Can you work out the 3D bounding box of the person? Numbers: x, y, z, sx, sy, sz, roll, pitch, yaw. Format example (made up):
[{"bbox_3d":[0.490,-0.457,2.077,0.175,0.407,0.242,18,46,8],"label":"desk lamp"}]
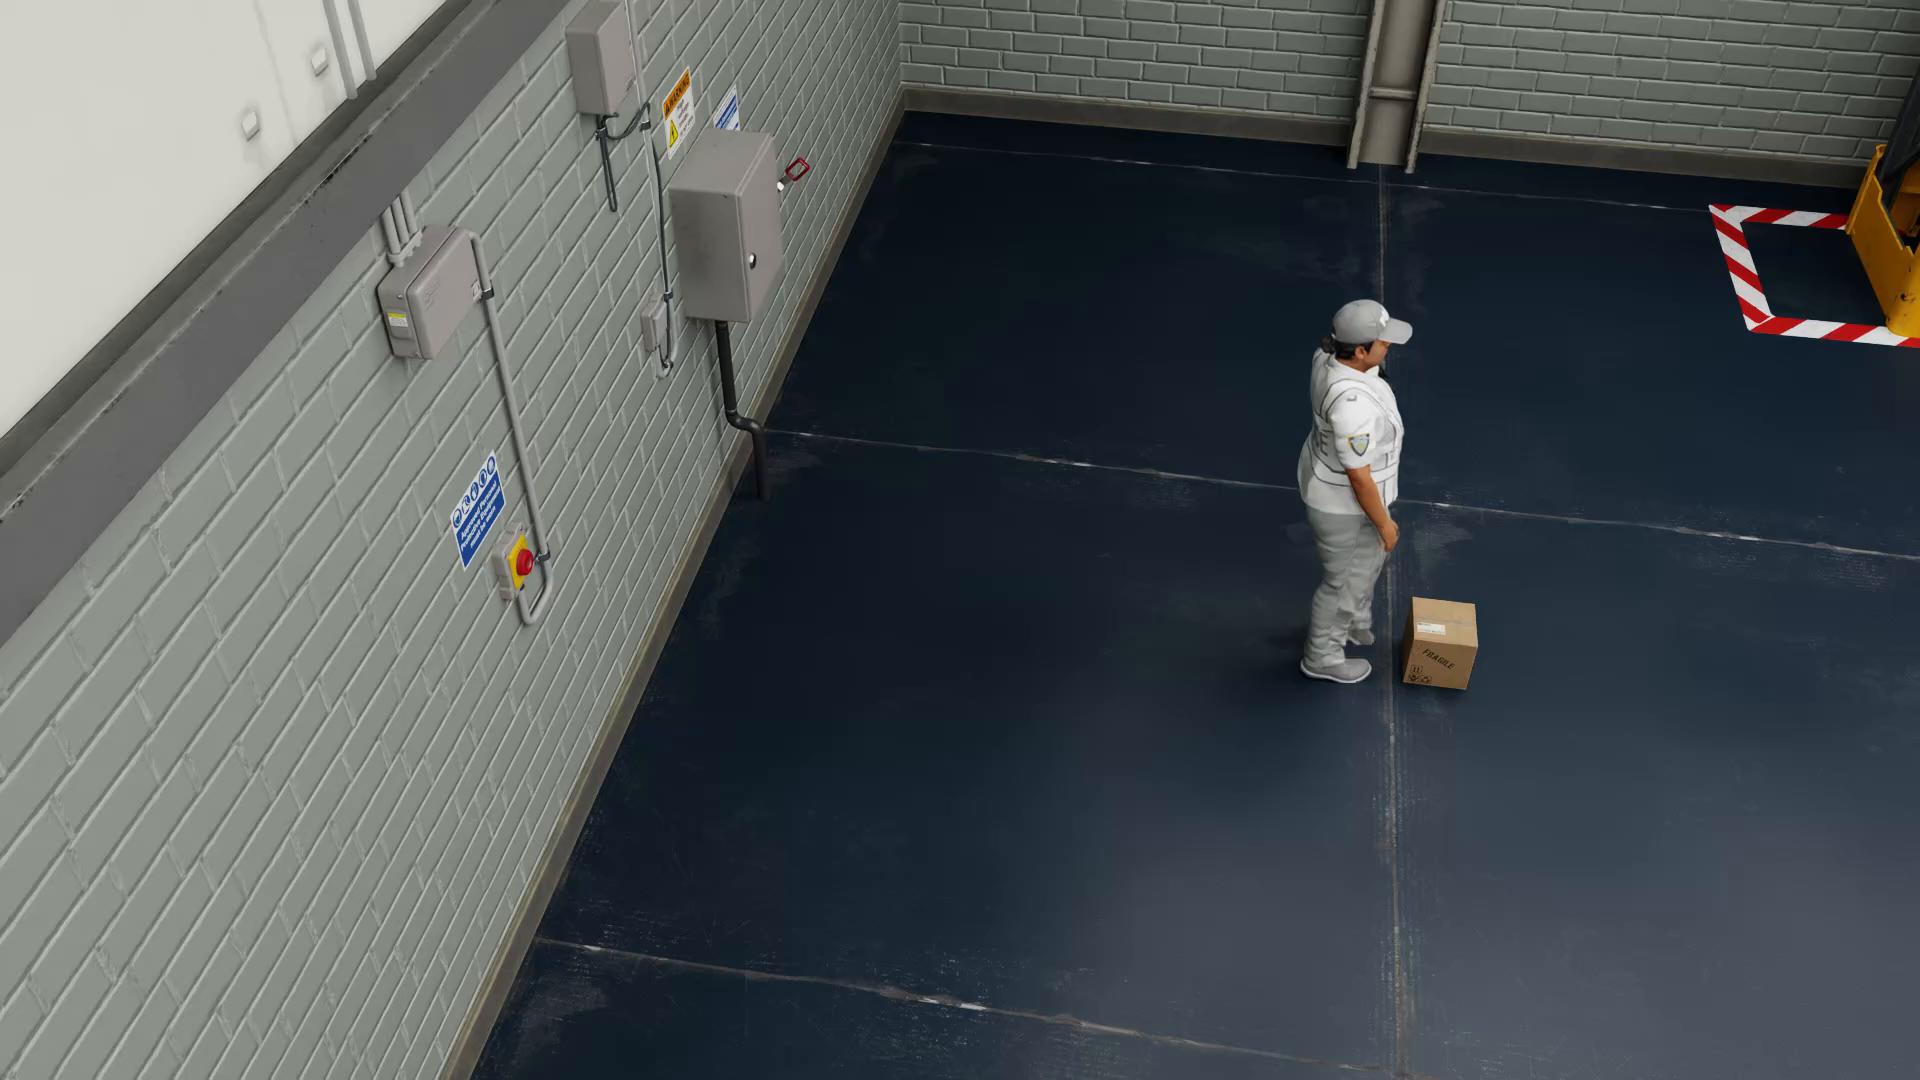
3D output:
[{"bbox_3d":[1.531,-0.138,6.371,0.501,1.758,0.519,2,41,2],"label":"person"}]
